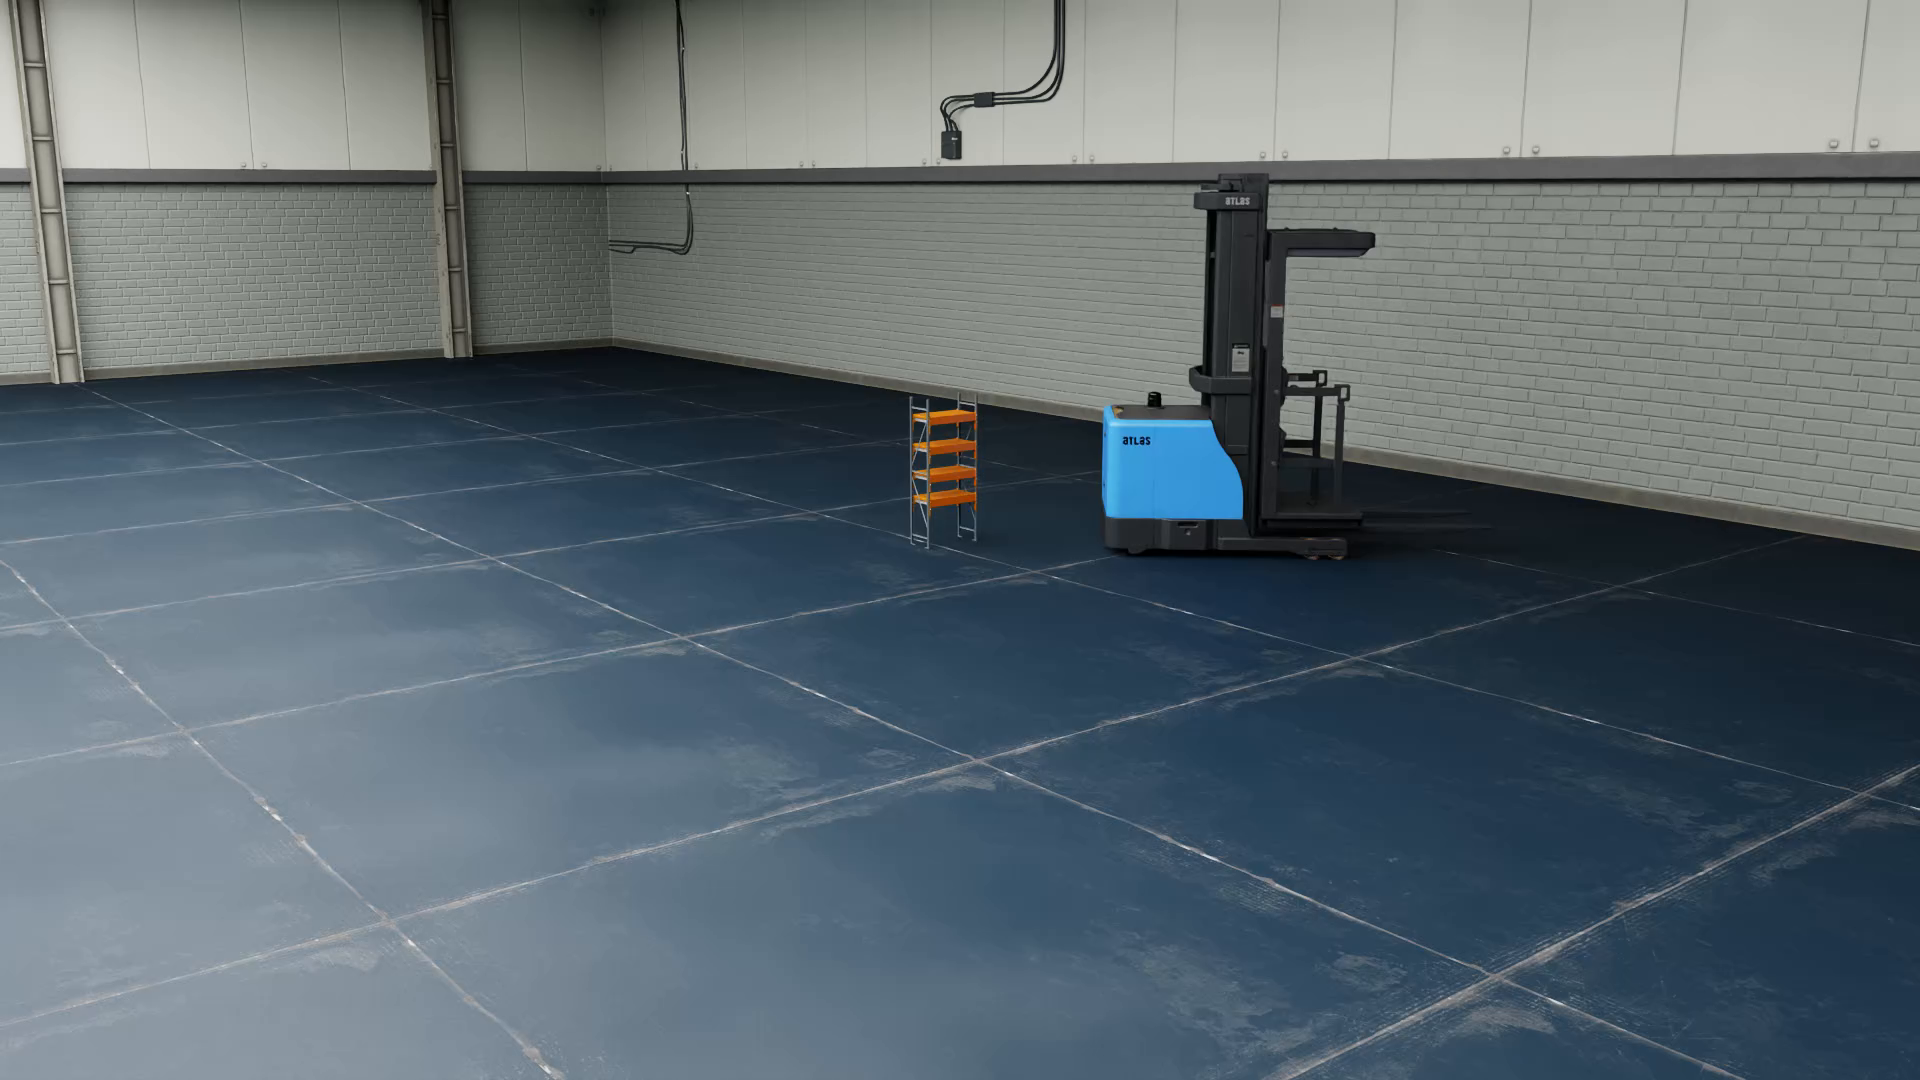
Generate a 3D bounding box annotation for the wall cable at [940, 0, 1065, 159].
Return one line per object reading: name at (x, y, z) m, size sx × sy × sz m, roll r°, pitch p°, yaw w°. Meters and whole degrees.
wall cable at (0.498, -7.814, 20.578) m, size 0.169 × 6.003 × 2.305 m, roll -9°, pitch 15°, yaw -38°

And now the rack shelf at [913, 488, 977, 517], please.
rack shelf at (-0.129, -0.305, 13.458) m, size 0.480 × 0.148 × 0.258 m, roll -9°, pitch 15°, yaw -38°

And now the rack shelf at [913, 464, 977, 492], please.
rack shelf at (-0.129, -0.500, 13.417) m, size 0.480 × 0.148 × 0.258 m, roll -9°, pitch 15°, yaw -38°

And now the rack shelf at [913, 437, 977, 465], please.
rack shelf at (-0.129, -0.718, 13.371) m, size 0.480 × 0.148 × 0.258 m, roll -9°, pitch 15°, yaw -38°

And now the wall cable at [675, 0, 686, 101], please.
wall cable at (-3.730, -8.206, 25.924) m, size 0.112 × 2.526 × 3.097 m, roll -9°, pitch 15°, yaw -38°

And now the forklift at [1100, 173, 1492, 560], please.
forklift at (2.665, -1.393, 13.134) m, size 3.031 × 2.935 × 1.130 m, roll 1°, pitch 12°, yaw 2°

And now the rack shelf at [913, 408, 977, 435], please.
rack shelf at (-0.129, -0.950, 13.321) m, size 0.480 × 0.148 × 0.258 m, roll -9°, pitch 15°, yaw -38°

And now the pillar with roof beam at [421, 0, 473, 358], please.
pillar with roof beam at (-5.857, -6.827, 24.114) m, size 0.400 × 9.000 × 9.100 m, roll -9°, pitch 15°, yaw -38°

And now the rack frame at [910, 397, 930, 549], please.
rack frame at (-0.320, -0.534, 13.254) m, size 0.015 × 1.200 × 0.240 m, roll -9°, pitch 15°, yaw -38°

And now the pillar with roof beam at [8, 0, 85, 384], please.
pillar with roof beam at (-10.542, -6.048, 20.447) m, size 0.400 × 9.000 × 9.100 m, roll -9°, pitch 15°, yaw -38°

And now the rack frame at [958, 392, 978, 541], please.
rack frame at (0.061, -0.597, 13.552) m, size 0.015 × 1.200 × 0.240 m, roll -9°, pitch 15°, yaw -38°

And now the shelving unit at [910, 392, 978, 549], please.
shelving unit at (-0.129, -0.565, 13.403) m, size 0.503 × 1.200 × 0.258 m, roll -9°, pitch 15°, yaw -38°

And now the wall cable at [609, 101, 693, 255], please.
wall cable at (-5.420, -6.174, 28.515) m, size 0.112 × 2.526 × 3.097 m, roll -9°, pitch 15°, yaw -38°
